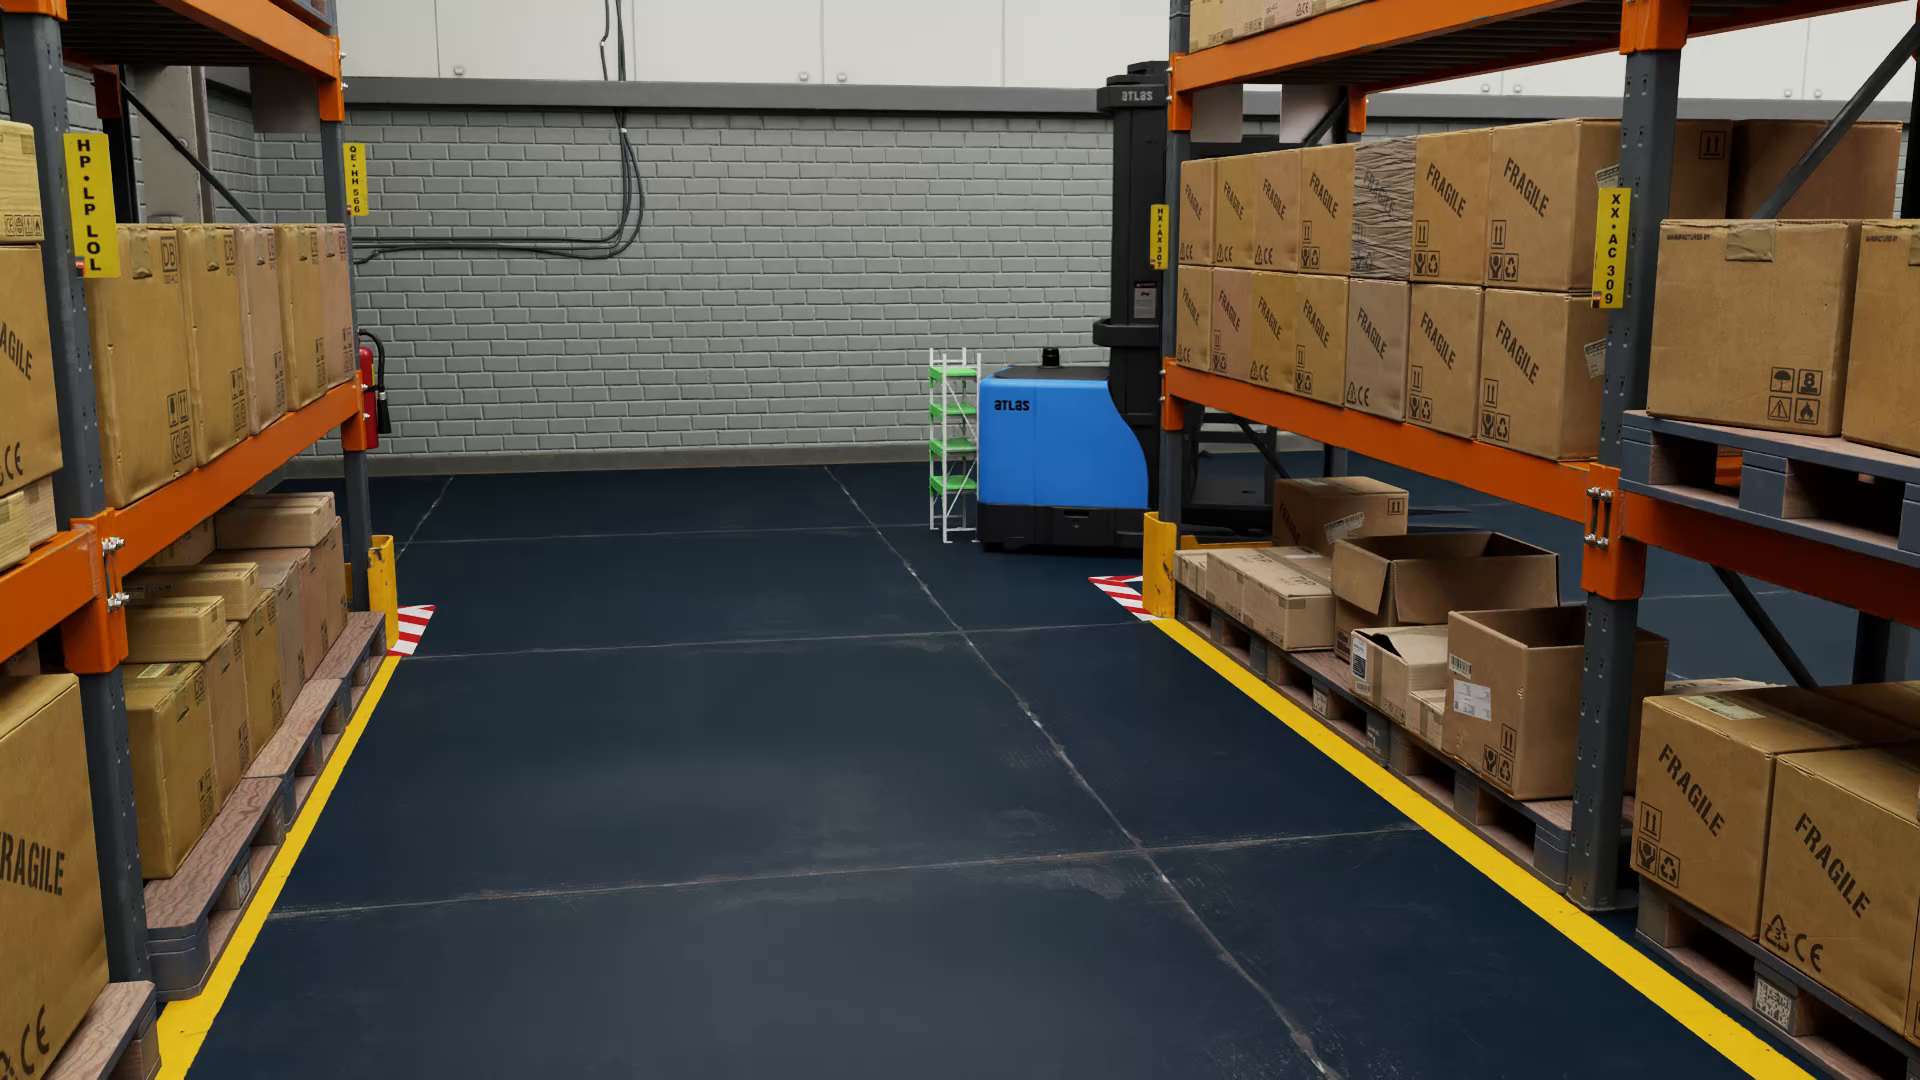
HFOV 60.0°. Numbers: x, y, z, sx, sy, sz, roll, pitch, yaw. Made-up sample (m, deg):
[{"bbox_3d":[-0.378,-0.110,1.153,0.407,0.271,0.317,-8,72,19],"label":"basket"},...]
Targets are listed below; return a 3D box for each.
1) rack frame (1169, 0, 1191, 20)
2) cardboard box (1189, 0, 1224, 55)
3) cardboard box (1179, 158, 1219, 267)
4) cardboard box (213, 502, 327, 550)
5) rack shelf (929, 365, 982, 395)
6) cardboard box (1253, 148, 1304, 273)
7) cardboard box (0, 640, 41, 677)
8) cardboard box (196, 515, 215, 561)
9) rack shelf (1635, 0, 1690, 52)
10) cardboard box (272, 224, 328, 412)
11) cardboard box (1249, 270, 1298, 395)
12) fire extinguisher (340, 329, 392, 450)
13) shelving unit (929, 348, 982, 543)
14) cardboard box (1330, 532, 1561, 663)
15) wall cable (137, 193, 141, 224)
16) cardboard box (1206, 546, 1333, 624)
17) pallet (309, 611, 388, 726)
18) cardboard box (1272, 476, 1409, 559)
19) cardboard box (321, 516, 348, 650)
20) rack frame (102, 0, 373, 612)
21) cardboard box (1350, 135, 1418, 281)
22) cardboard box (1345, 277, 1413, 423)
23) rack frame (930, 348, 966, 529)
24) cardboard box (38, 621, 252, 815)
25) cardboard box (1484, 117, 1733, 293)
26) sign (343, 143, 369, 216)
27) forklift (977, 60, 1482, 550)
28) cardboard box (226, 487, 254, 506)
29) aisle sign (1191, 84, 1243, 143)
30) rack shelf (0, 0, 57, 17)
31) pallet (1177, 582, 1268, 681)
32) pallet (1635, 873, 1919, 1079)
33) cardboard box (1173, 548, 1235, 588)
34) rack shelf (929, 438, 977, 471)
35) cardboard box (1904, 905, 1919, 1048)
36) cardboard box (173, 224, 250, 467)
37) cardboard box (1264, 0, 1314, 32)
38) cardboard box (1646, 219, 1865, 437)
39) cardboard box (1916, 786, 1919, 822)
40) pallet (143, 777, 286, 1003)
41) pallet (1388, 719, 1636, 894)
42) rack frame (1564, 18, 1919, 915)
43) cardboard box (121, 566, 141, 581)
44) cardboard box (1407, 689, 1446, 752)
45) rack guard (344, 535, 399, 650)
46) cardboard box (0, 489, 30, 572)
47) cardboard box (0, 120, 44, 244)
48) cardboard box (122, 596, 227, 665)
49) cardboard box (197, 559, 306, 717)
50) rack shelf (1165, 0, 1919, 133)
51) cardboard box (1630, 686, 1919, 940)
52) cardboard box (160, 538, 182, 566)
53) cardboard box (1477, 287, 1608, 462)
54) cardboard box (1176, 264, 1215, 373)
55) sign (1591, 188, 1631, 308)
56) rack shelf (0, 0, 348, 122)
[{"bbox_3d":[1.547,-4.079,8.062,1.000,3.000,0.127,-2,11,-11],"label":"rack frame"},{"bbox_3d":[1.398,-2.429,7.812,0.500,0.250,0.500,-2,11,-11],"label":"cardboard box"},{"bbox_3d":[1.375,-1.582,8.042,0.500,0.500,0.500,-2,11,-9],"label":"cardboard box"},{"bbox_3d":[-2.822,-0.060,6.816,0.380,0.149,0.250,-2,11,-9],"label":"cardboard box"},{"bbox_3d":[-0.034,-1.029,10.667,0.258,0.148,0.480,-2,11,-10],"label":"rack shelf"},{"bbox_3d":[1.577,-1.394,7.056,0.500,0.500,0.500,-2,11,-10],"label":"cardboard box"},{"bbox_3d":[-2.744,0.378,4.514,0.380,0.149,0.250,-2,11,-11],"label":"cardboard box"},{"bbox_3d":[-3.150,0.000,6.504,0.380,0.149,0.250,-2,11,-11],"label":"cardboard box"},{"bbox_3d":[2.714,-1.152,2.628,1.077,0.370,4.000,-2,11,-11],"label":"rack shelf"},{"bbox_3d":[-3.049,-0.872,6.456,0.980,0.700,0.700,-2,11,-11],"label":"cardboard box"},{"bbox_3d":[1.576,-0.904,7.155,0.500,0.500,0.500,-2,11,-11],"label":"cardboard box"},{"bbox_3d":[-2.888,-0.775,7.948,0.296,0.674,0.183,-2,11,-11],"label":"fire extinguisher"},{"bbox_3d":[-0.034,-0.620,10.744,0.258,1.200,0.503,-2,11,-10],"label":"shelving unit"},{"bbox_3d":[1.955,0.267,6.770,0.797,0.503,0.637,-2,11,-11],"label":"cardboard box"},{"bbox_3d":[-4.488,-1.651,8.631,0.084,1.984,1.851,-2,11,-11],"label":"wall cable"},{"bbox_3d":[1.472,0.204,7.778,0.500,0.250,0.500,-2,11,-11],"label":"cardboard box"},{"bbox_3d":[-3.079,0.562,7.178,1.003,0.211,1.213,-2,11,-11],"label":"pallet"},{"bbox_3d":[1.895,-0.030,8.338,0.500,0.500,0.500,-2,11,-11],"label":"cardboard box"},{"bbox_3d":[-3.077,0.195,7.211,0.700,0.500,0.500,-2,11,-11],"label":"cardboard box"},{"bbox_3d":[-3.311,-0.951,7.672,1.000,3.000,0.127,-2,11,-11],"label":"rack frame"},{"bbox_3d":[1.773,-1.208,6.082,0.500,0.500,0.500,-2,11,-11],"label":"cardboard box"},{"bbox_3d":[1.773,-0.719,6.182,0.500,0.500,0.500,-2,11,-10],"label":"cardboard box"},{"bbox_3d":[-0.080,-0.665,10.980,0.240,1.200,0.015,-2,11,-10],"label":"rack frame"},{"bbox_3d":[-2.672,0.571,5.237,0.700,0.500,0.500,-2,11,-12],"label":"cardboard box"},{"bbox_3d":[1.973,-1.022,5.103,0.500,0.500,0.500,-2,11,-11],"label":"cardboard box"},{"bbox_3d":[-2.776,-1.654,7.632,0.100,0.325,0.005,-2,11,-11],"label":"sign"},{"bbox_3d":[1.670,-1.403,10.229,3.031,2.935,1.130,2,11,10],"label":"forklift"},{"bbox_3d":[-3.297,-0.139,7.233,0.380,0.149,0.250,-2,11,-11],"label":"cardboard box"},{"bbox_3d":[1.246,-2.411,8.389,0.394,0.787,0.004,-2,11,-11],"label":"aisle sign"},{"bbox_3d":[-2.144,-0.971,1.678,1.077,0.370,4.000,-2,11,-11],"label":"rack shelf"},{"bbox_3d":[1.718,0.398,8.042,1.003,0.211,1.213,-2,11,-11],"label":"pallet"},{"bbox_3d":[2.521,1.119,4.252,1.003,0.211,1.213,-2,11,-11],"label":"pallet"},{"bbox_3d":[1.292,0.141,8.379,0.380,0.149,0.250,-2,11,-11],"label":"cardboard box"},{"bbox_3d":[-0.034,-0.557,10.756,0.258,0.148,0.480,-2,11,-10],"label":"rack shelf"},{"bbox_3d":[2.385,0.900,3.453,0.500,0.500,0.500,-2,11,-10],"label":"cardboard box"},{"bbox_3d":[-2.759,-0.599,5.020,0.980,0.700,0.700,-2,11,-12],"label":"cardboard box"},{"bbox_3d":[1.581,-2.245,6.847,0.500,0.250,0.500,-2,11,-11],"label":"cardboard box"},{"bbox_3d":[2.198,-0.559,4.220,0.700,0.500,0.500,-6,12,-30],"label":"cardboard box"},{"bbox_3d":[2.375,0.526,3.414,0.500,0.250,0.500,-2,11,-11],"label":"cardboard box"},{"bbox_3d":[-2.604,1.010,4.826,1.003,0.211,1.213,-2,11,-11],"label":"pallet"},{"bbox_3d":[2.193,0.845,5.691,1.003,0.211,1.213,-2,11,-11],"label":"pallet"},{"bbox_3d":[2.325,-0.399,4.768,1.000,3.000,0.127,-2,11,-11],"label":"rack frame"},{"bbox_3d":[-2.949,0.187,5.519,0.380,0.149,0.250,-2,11,-10],"label":"cardboard box"},{"bbox_3d":[1.805,0.625,5.838,0.380,0.149,0.250,-2,11,-11],"label":"cardboard box"},{"bbox_3d":[-3.315,0.272,7.929,1.175,0.500,0.348,-2,11,-11],"label":"rack guard"},{"bbox_3d":[-2.117,-0.007,3.329,0.380,0.149,0.250,-2,11,-10],"label":"cardboard box"},{"bbox_3d":[-2.191,-0.715,3.308,0.500,0.250,0.500,-2,11,-10],"label":"cardboard box"},{"bbox_3d":[-2.465,0.275,5.057,0.380,0.149,0.250,-2,11,-9],"label":"cardboard box"},{"bbox_3d":[-2.881,0.379,6.245,0.700,0.500,0.500,-2,11,-13],"label":"cardboard box"},{"bbox_3d":[1.936,-1.886,6.482,1.077,0.370,4.000,-2,11,-11],"label":"rack shelf"},{"bbox_3d":[2.181,0.711,4.448,0.500,0.500,0.500,-3,11,-14],"label":"cardboard box"},{"bbox_3d":[-3.049,0.093,6.012,0.380,0.149,0.250,-2,11,-10],"label":"cardboard box"},{"bbox_3d":[1.977,-0.530,5.191,0.500,0.500,0.500,-2,11,-10],"label":"cardboard box"},{"bbox_3d":[1.375,-1.090,8.135,0.500,0.500,0.500,-2,11,-10],"label":"cardboard box"},{"bbox_3d":[1.795,-0.803,4.576,0.100,0.325,0.005,-2,11,-11],"label":"sign"},{"bbox_3d":[-2.922,-1.705,5.532,1.077,0.370,4.000,-2,11,-11],"label":"rack shelf"}]
